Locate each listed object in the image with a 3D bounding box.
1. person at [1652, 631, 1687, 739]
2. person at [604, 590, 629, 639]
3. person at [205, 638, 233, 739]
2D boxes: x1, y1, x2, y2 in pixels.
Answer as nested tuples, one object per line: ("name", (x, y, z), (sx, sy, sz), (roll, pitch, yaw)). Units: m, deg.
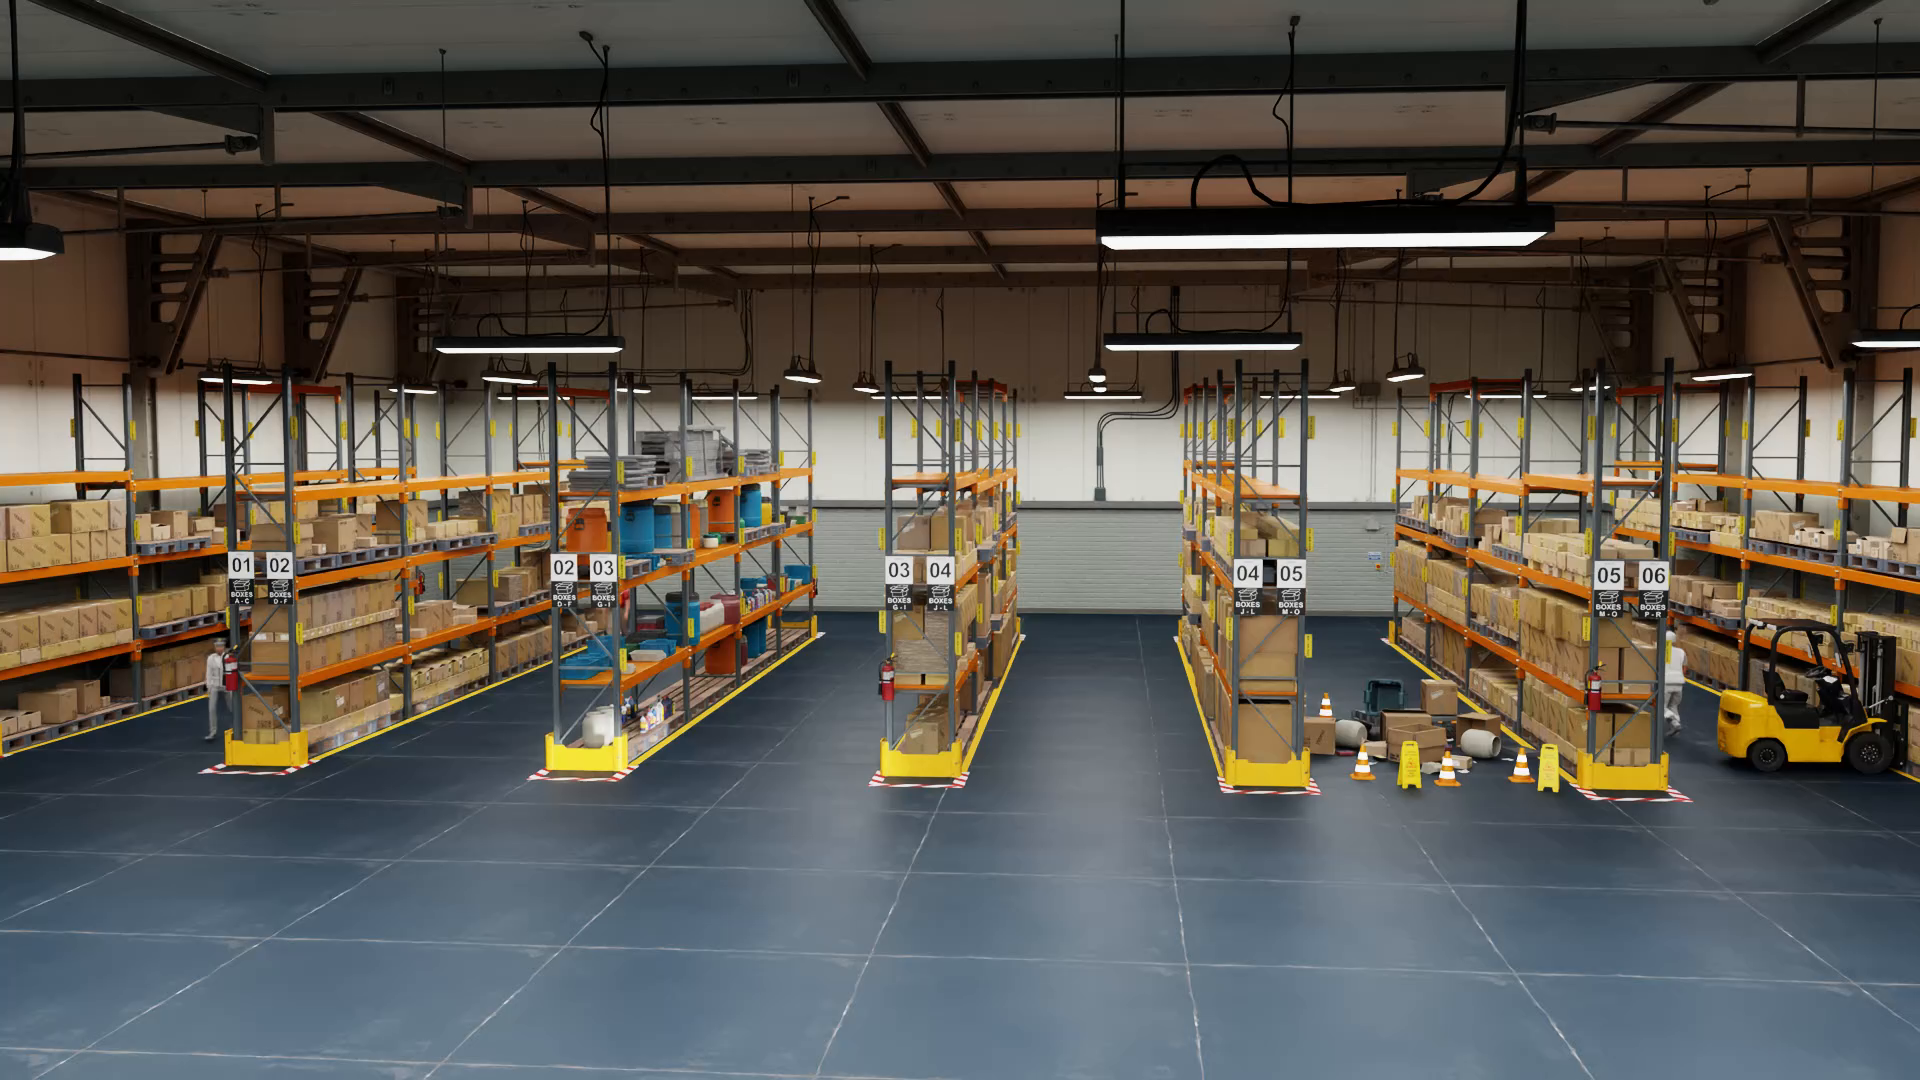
("person", (11.601, 2.367, 27.044), (0.610, 1.722, 0.749), (-1, 4, -9))
("person", (-7.806, 1.673, 37.700), (0.635, 1.655, 1.084), (0, 4, 6))
("person", (-12.068, 2.392, 27.187), (0.516, 1.633, 0.908), (-1, 4, -13))
